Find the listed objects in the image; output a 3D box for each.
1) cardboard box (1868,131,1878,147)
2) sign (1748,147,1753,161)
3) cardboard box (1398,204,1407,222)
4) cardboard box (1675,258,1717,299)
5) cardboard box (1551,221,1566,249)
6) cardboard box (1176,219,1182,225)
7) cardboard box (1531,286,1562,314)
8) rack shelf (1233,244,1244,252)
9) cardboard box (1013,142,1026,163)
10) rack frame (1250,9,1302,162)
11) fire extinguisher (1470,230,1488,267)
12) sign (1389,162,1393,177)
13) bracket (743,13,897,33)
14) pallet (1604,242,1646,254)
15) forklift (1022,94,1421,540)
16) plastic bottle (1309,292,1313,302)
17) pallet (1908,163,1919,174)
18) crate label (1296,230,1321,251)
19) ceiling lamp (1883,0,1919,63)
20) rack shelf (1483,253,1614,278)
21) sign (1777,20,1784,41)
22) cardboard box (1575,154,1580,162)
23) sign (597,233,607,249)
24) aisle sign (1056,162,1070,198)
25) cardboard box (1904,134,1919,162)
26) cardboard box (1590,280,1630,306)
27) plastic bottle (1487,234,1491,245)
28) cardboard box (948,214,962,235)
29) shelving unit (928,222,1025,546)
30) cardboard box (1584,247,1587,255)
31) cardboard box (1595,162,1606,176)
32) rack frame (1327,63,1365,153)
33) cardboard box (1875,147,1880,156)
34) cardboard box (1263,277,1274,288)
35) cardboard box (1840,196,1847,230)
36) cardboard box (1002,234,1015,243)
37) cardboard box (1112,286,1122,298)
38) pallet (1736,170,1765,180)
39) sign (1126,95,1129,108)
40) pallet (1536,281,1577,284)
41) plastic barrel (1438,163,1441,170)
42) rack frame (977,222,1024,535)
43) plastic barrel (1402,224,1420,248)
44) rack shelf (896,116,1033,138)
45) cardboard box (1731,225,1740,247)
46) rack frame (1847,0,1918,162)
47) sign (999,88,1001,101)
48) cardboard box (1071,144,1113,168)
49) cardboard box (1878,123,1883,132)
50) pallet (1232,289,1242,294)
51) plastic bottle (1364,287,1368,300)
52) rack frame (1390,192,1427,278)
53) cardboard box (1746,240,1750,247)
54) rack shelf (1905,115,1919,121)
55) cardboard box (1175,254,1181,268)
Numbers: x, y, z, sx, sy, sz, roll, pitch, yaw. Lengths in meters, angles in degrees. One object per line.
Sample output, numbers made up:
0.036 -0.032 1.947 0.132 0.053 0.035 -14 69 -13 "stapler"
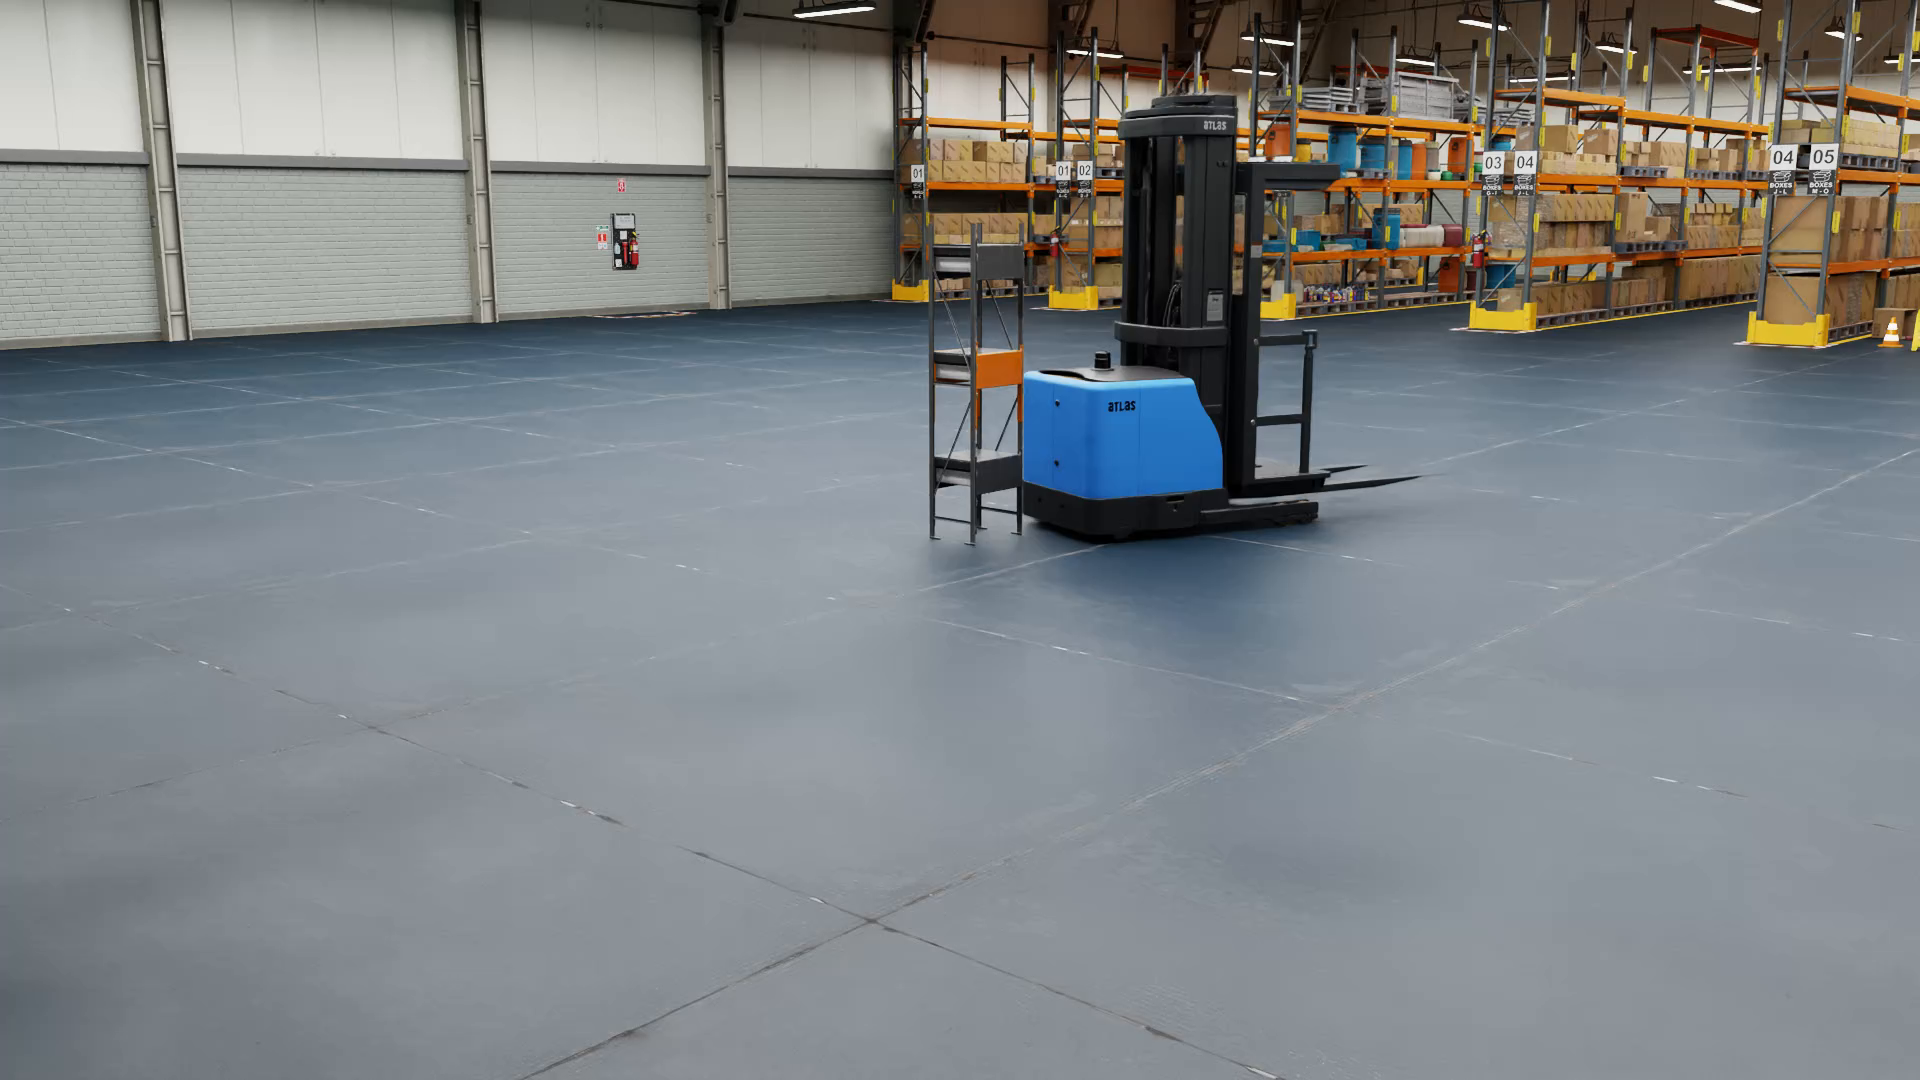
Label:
15.149 -6.769 28.083 0.500 0.250 0.500 10 15 40 "cardboard box"
18.315 -8.942 38.542 0.100 0.325 0.005 10 15 40 "sign"
12.344 -9.289 47.252 0.500 0.500 0.500 10 15 42 "cardboard box"
16.326 -5.937 37.628 1.225 0.875 0.875 10 15 41 "cardboard box"
10.966 -5.796 31.557 0.875 0.500 0.500 10 15 40 "cardboard box"
4.998 -7.500 39.191 0.380 0.149 0.250 9 15 39 "cardboard box"
11.201 -4.618 31.986 0.500 0.500 0.500 -10 15 -42 "cardboard box"
6.502 -7.178 41.327 1.077 0.370 4.000 10 15 40 "rack shelf"
1.331 -9.788 42.039 0.500 0.500 0.500 8 14 36 "cardboard box"
6.259 -8.949 33.040 1.000 3.000 0.127 10 15 40 "rack frame"
9.558 -5.371 30.643 0.296 0.674 0.183 10 15 40 "fire extinguisher"
9.306 -7.998 35.916 0.100 0.325 0.005 10 15 40 "sign"
-3.089 -11.721 37.731 0.076 0.066 4.783 10 15 40 "bracket"
13.234 -5.955 33.856 1.003 0.211 1.213 10 15 40 "pallet"
1.966 -1.619 11.832 3.031 2.935 1.130 -6 13 -27 "forklift"
7.527 -5.218 35.699 0.097 0.201 0.097 0 11 0 "plastic bottle"
17.799 -6.999 31.420 1.003 0.211 1.213 11 16 43 "pallet"
7.271 -6.330 35.155 0.502 0.435 0.616 10 15 40 "crate label"
24.218 -13.592 41.384 2.000 3.185 0.800 10 15 40 "ceiling lamp"
11.300 -5.308 31.966 1.077 0.370 4.000 10 15 40 "rack shelf"
13.241 -8.221 26.812 0.100 0.325 0.005 10 15 40 "sign"
11.513 -7.240 31.508 0.380 0.149 0.250 9 14 38 "cardboard box"
-7.433 -6.211 34.557 0.001 0.329 0.234 10 15 40 "sign"
2.277 -7.951 36.724 0.394 0.787 0.004 10 15 40 "aisle sign"
17.983 -7.370 31.213 0.500 0.500 0.500 10 15 40 "cardboard box"
13.371 -5.100 34.348 0.700 0.500 0.500 10 15 40 "cardboard box"
12.866 -7.313 40.464 0.061 0.283 0.133 10 15 40 "plastic bottle"
-0.308 -7.695 40.495 0.500 0.500 0.500 10 15 41 "cardboard box"
0.109 -1.054 11.127 0.431 2.100 0.503 10 15 40 "shelving unit"
11.971 -5.627 32.366 0.380 0.149 0.250 10 15 40 "cardboard box"
12.163 -7.176 32.206 0.500 0.250 0.500 10 15 42 "cardboard box"
10.462 -11.355 45.089 1.000 3.000 0.127 10 15 40 "rack frame"
15.440 -6.619 28.348 0.380 0.149 0.250 10 15 40 "cardboard box"
7.658 -6.574 42.413 0.500 0.250 0.500 10 15 42 "cardboard box"
14.207 -5.456 27.729 0.875 0.550 0.550 10 15 40 "cardboard box"
1.038 -7.632 42.094 0.500 0.250 0.500 10 15 41 "cardboard box"
3.389 -5.630 37.687 0.500 0.250 0.500 10 15 40 "cardboard box"
18.449 -8.679 39.572 1.003 0.211 1.213 10 15 40 "pallet"
4.512 -11.835 44.903 0.100 0.325 0.005 10 15 40 "sign"
16.248 -6.877 45.105 1.003 0.211 1.213 10 15 40 "pallet"
11.105 -8.704 39.186 0.421 0.512 0.421 0 11 0 "plastic barrel"
0.270 -1.090 11.307 0.400 2.100 0.015 10 15 40 "rack frame"
10.180 -6.882 37.664 0.433 0.535 0.433 0 11 0 "plastic barrel"
0.138 -10.170 40.998 1.077 0.370 4.000 10 15 40 "rack shelf"
17.798 -7.077 38.730 0.500 0.500 0.500 10 15 41 "cardboard box"
16.279 -8.241 29.496 1.000 3.000 0.127 10 15 40 "rack frame"
1.037 -11.425 42.648 0.100 0.325 0.005 10 15 40 "sign"
2.924 -8.528 36.899 0.637 0.503 0.797 -11 16 -44 "cardboard box"
15.444 -7.012 28.280 0.380 0.149 0.250 10 15 40 "cardboard box"
6.444 -6.163 41.528 1.003 0.211 1.213 10 15 40 "pallet"
8.830 -5.366 36.230 0.061 0.283 0.133 11 16 43 "plastic bottle"
13.103 -9.002 48.623 1.000 3.000 0.127 10 15 40 "rack frame"
18.520 -7.048 39.482 0.380 0.149 0.250 9 14 38 "cardboard box"
20.240 -8.575 34.025 1.077 0.370 4.000 10 15 40 "rack shelf"
5.823 -7.962 47.830 0.750 0.750 0.750 10 15 42 "cardboard box"
